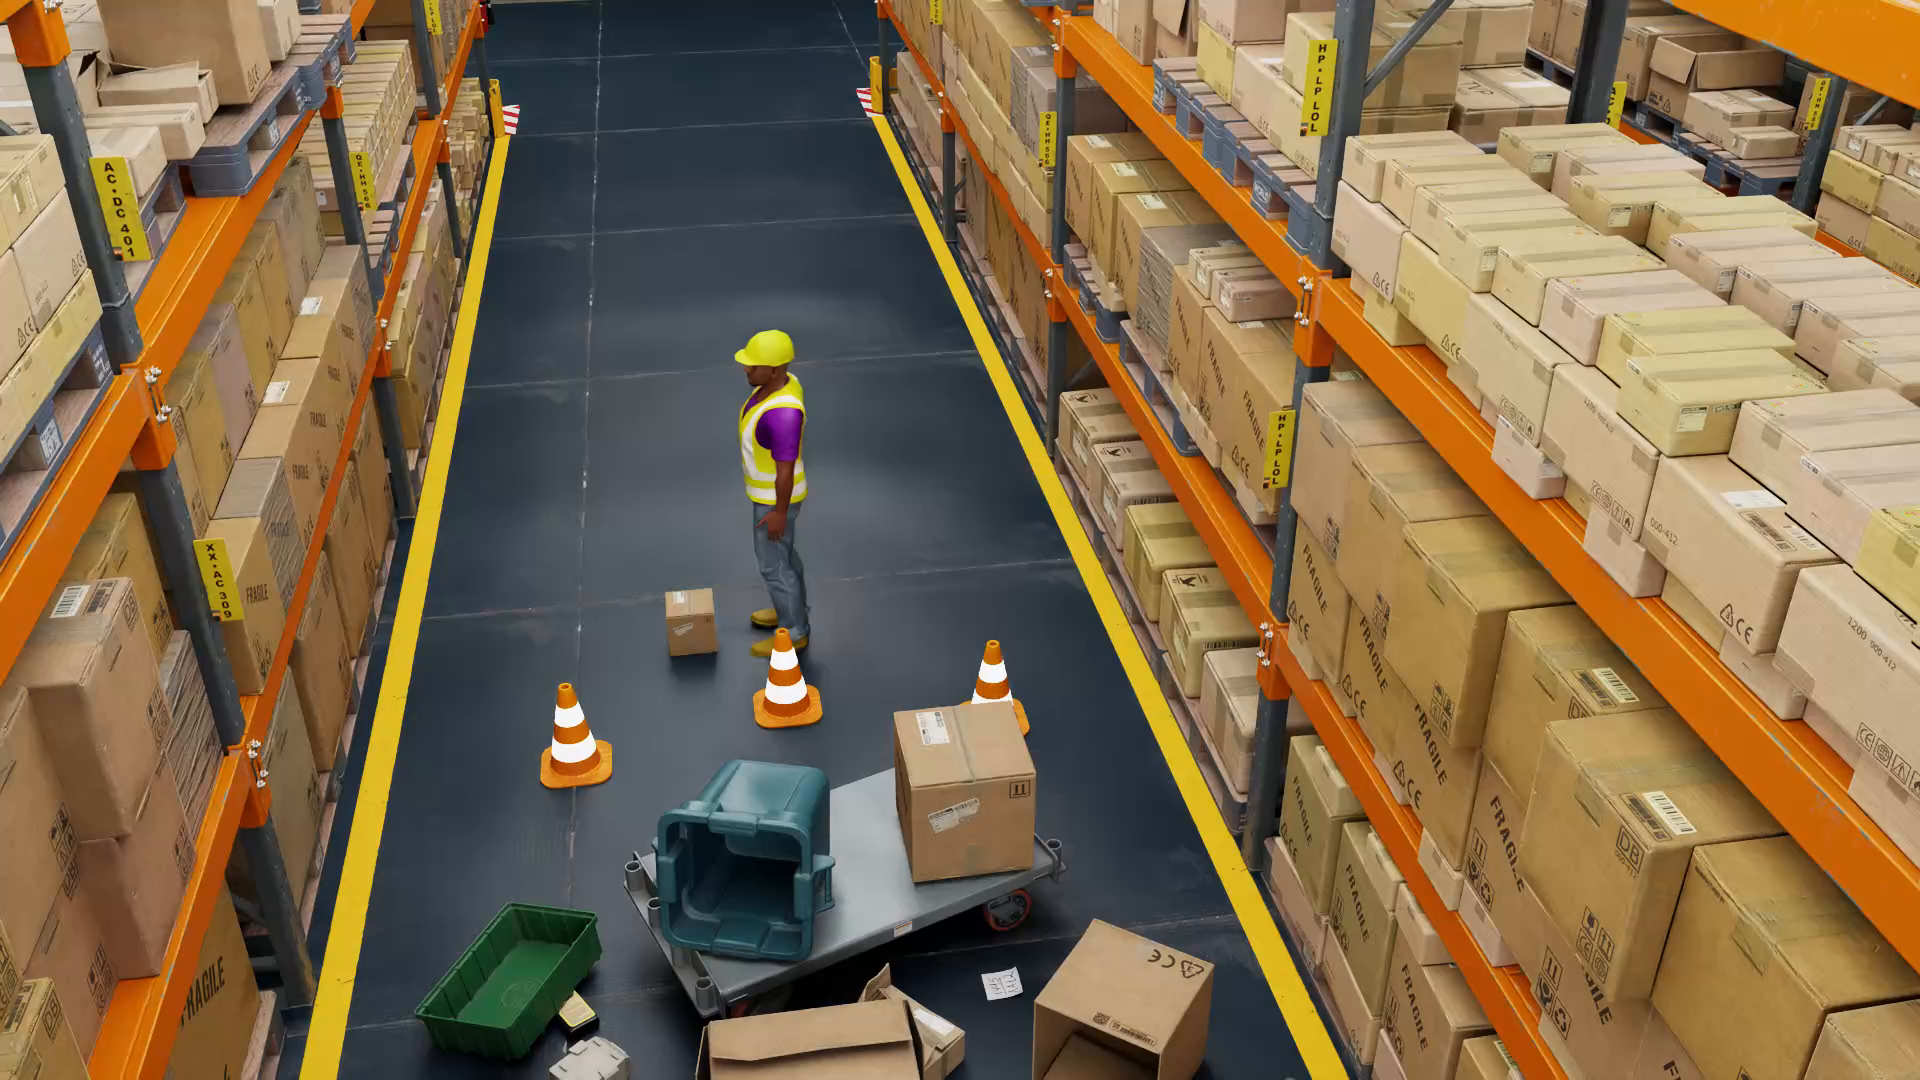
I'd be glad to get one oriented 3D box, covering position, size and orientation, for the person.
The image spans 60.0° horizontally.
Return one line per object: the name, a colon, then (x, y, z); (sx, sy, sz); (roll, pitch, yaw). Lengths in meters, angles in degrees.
person: (-0.957, -0.248, 8.544); (0.370, 1.776, 0.567); (-5, 31, -8)
